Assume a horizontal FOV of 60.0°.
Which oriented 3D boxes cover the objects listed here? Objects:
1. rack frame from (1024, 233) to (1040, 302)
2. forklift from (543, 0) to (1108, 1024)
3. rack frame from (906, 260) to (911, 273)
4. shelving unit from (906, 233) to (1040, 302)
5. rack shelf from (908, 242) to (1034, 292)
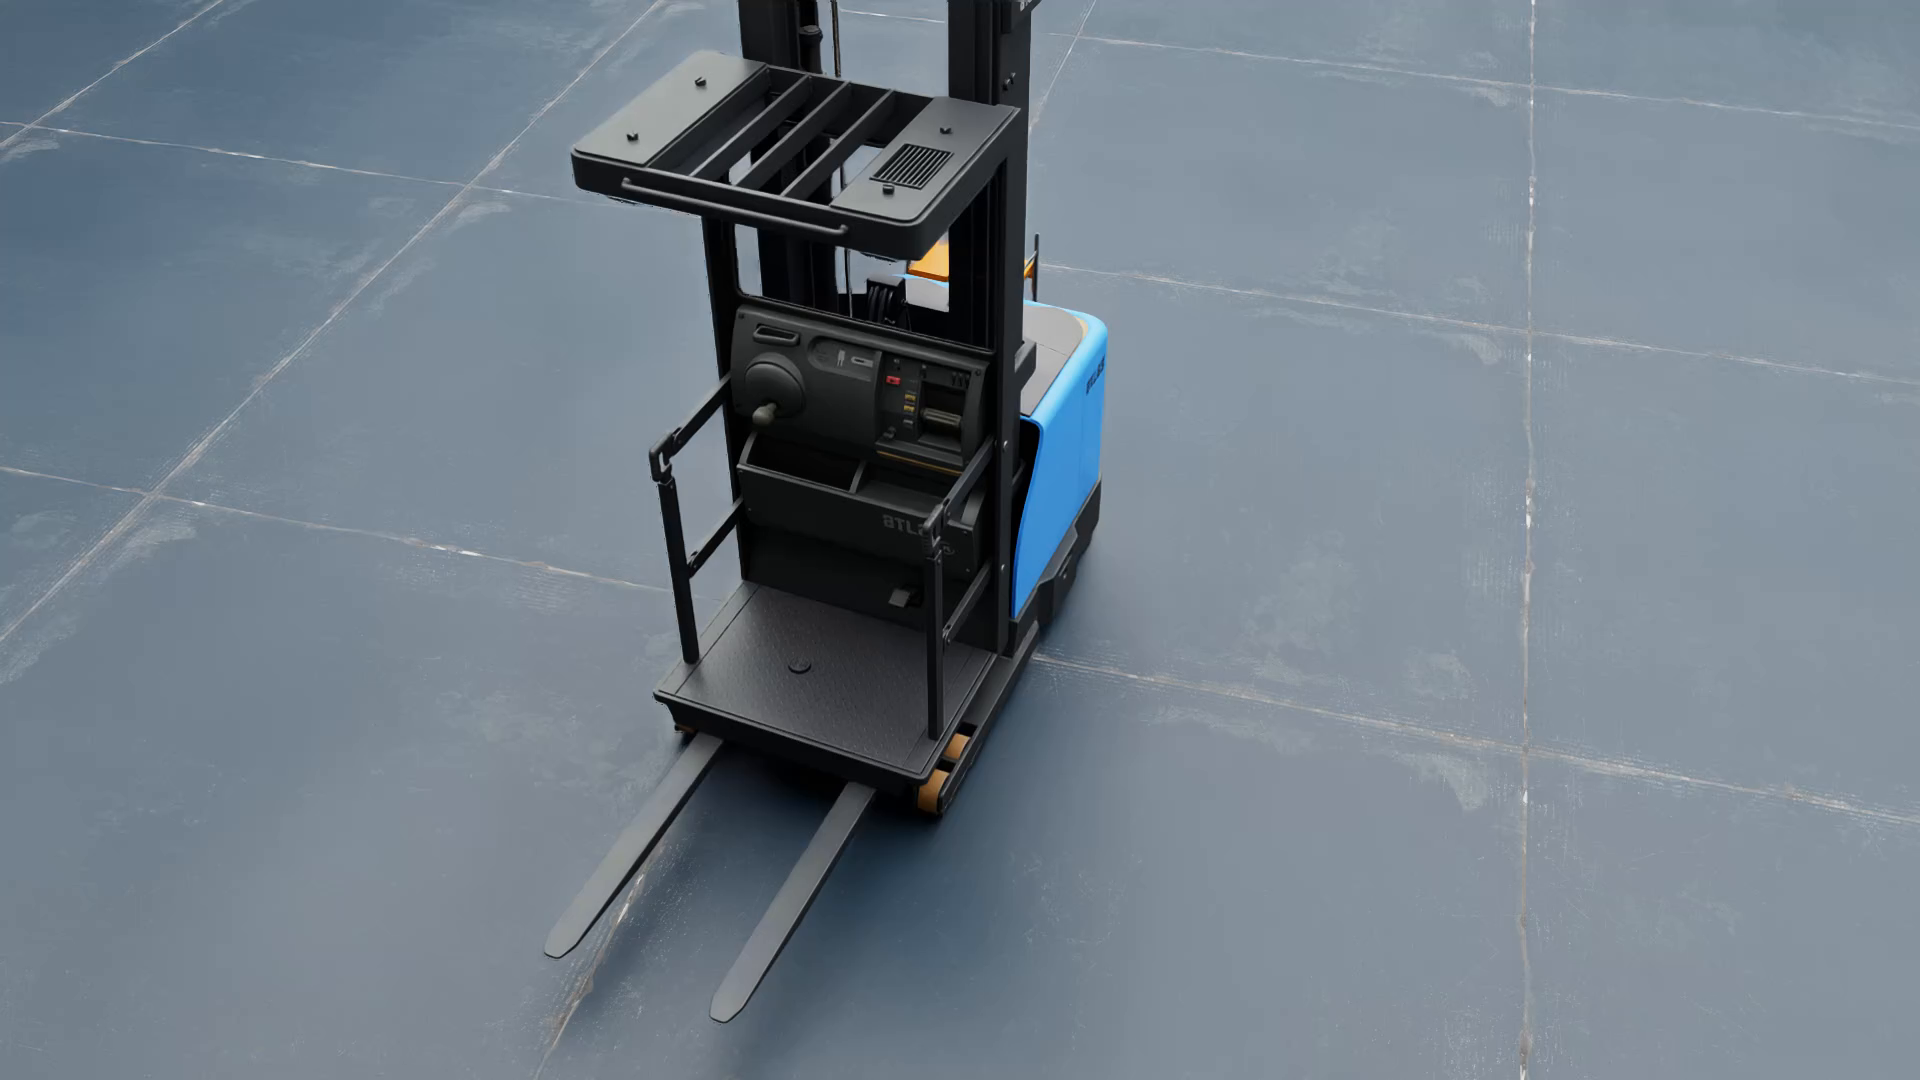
[{"bbox_3d":[0.278,-0.743,7.201,0.015,1.200,0.240,15,42,17],"label":"rack frame"},{"bbox_3d":[-0.437,-0.440,5.495,1.130,2.935,3.031,15,42,17],"label":"forklift"},{"bbox_3d":[-0.173,-0.863,7.344,0.015,1.200,0.240,15,42,17],"label":"rack frame"},{"bbox_3d":[0.053,-0.803,7.273,0.503,1.200,0.258,15,42,17],"label":"shelving unit"},{"bbox_3d":[0.053,-1.104,7.020,0.480,0.148,0.258,15,42,17],"label":"rack shelf"}]
